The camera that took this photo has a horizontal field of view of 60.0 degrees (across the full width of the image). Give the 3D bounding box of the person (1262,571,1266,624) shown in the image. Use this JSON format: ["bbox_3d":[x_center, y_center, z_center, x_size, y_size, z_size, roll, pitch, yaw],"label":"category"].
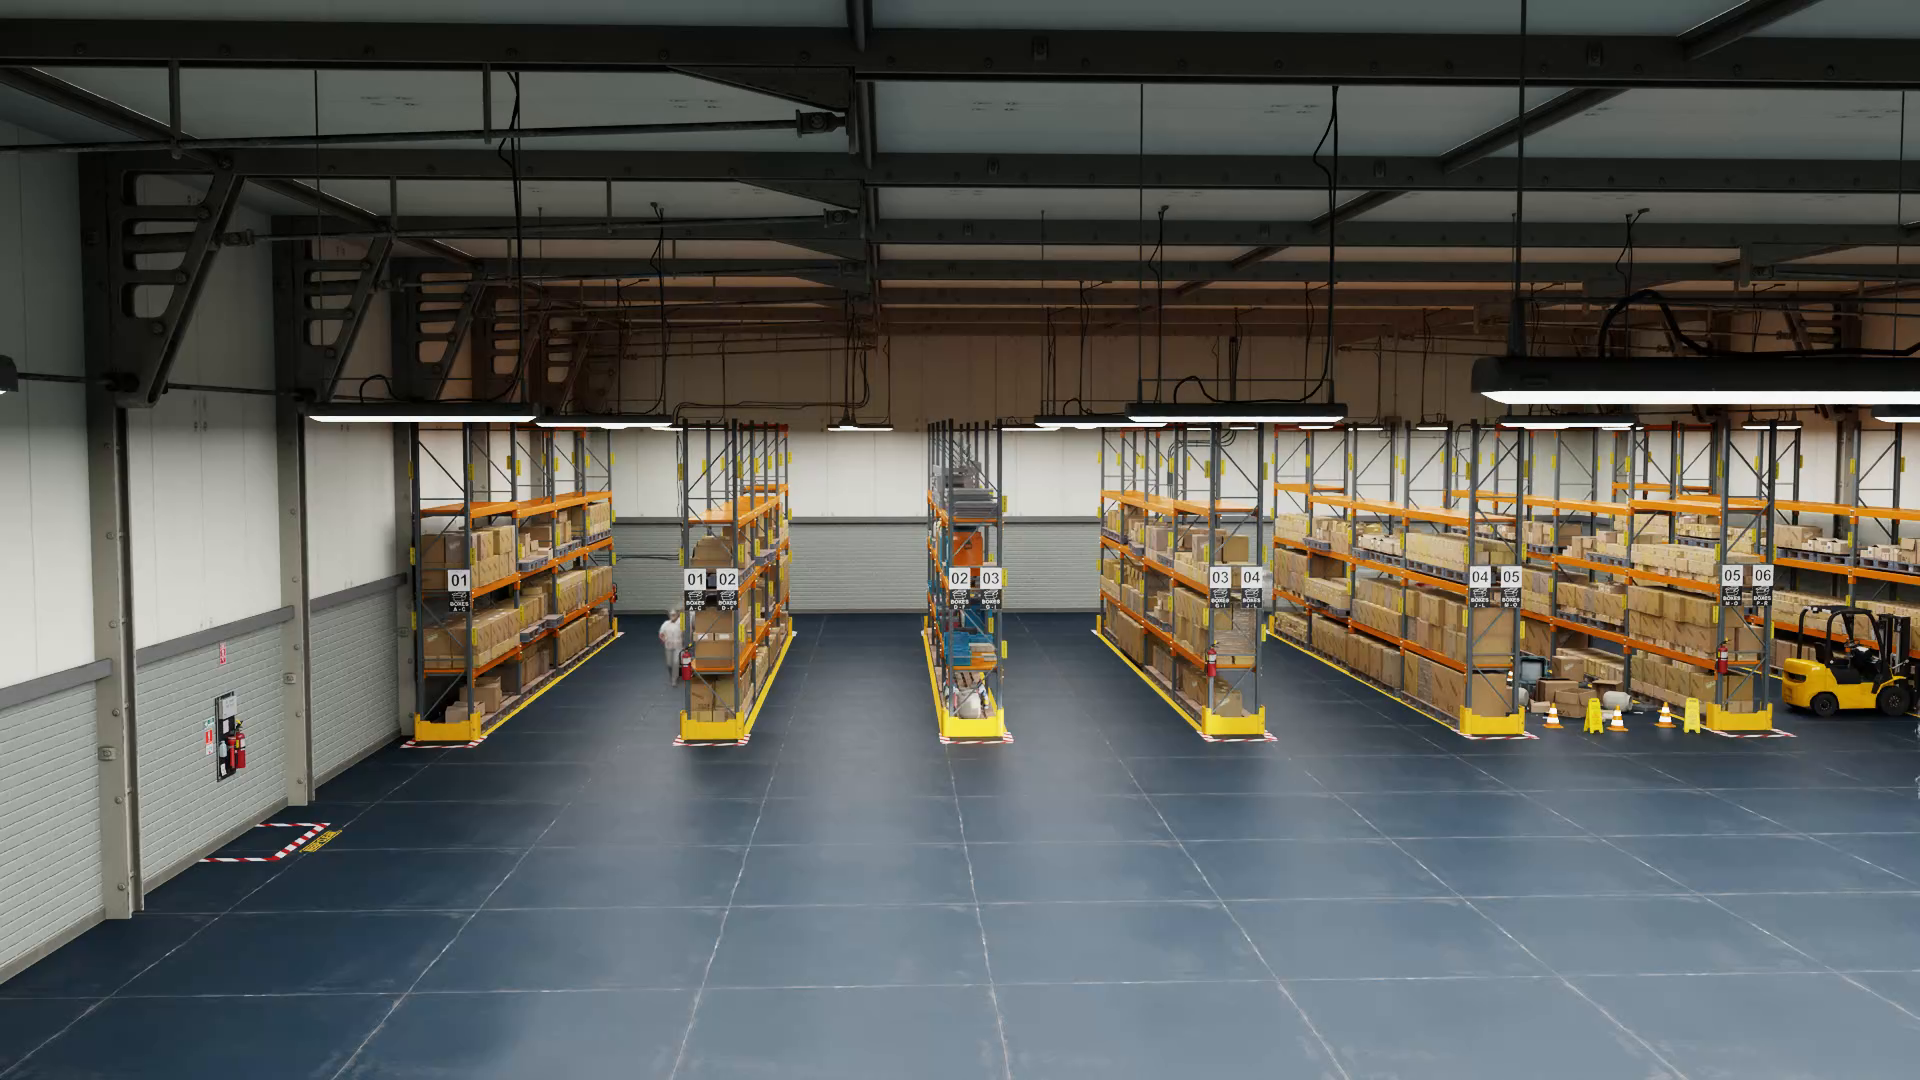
[{"bbox_3d":[8.697,1.755,48.532,0.647,1.772,0.656,-2,4,-28],"label":"person"}]

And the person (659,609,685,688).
[{"bbox_3d":[-6.491,2.426,37.749,0.678,1.747,0.992,0,4,-3],"label":"person"}]

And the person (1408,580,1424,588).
[{"bbox_3d":[13.451,1.708,49.363,0.972,1.700,0.740,0,4,6],"label":"person"}]
